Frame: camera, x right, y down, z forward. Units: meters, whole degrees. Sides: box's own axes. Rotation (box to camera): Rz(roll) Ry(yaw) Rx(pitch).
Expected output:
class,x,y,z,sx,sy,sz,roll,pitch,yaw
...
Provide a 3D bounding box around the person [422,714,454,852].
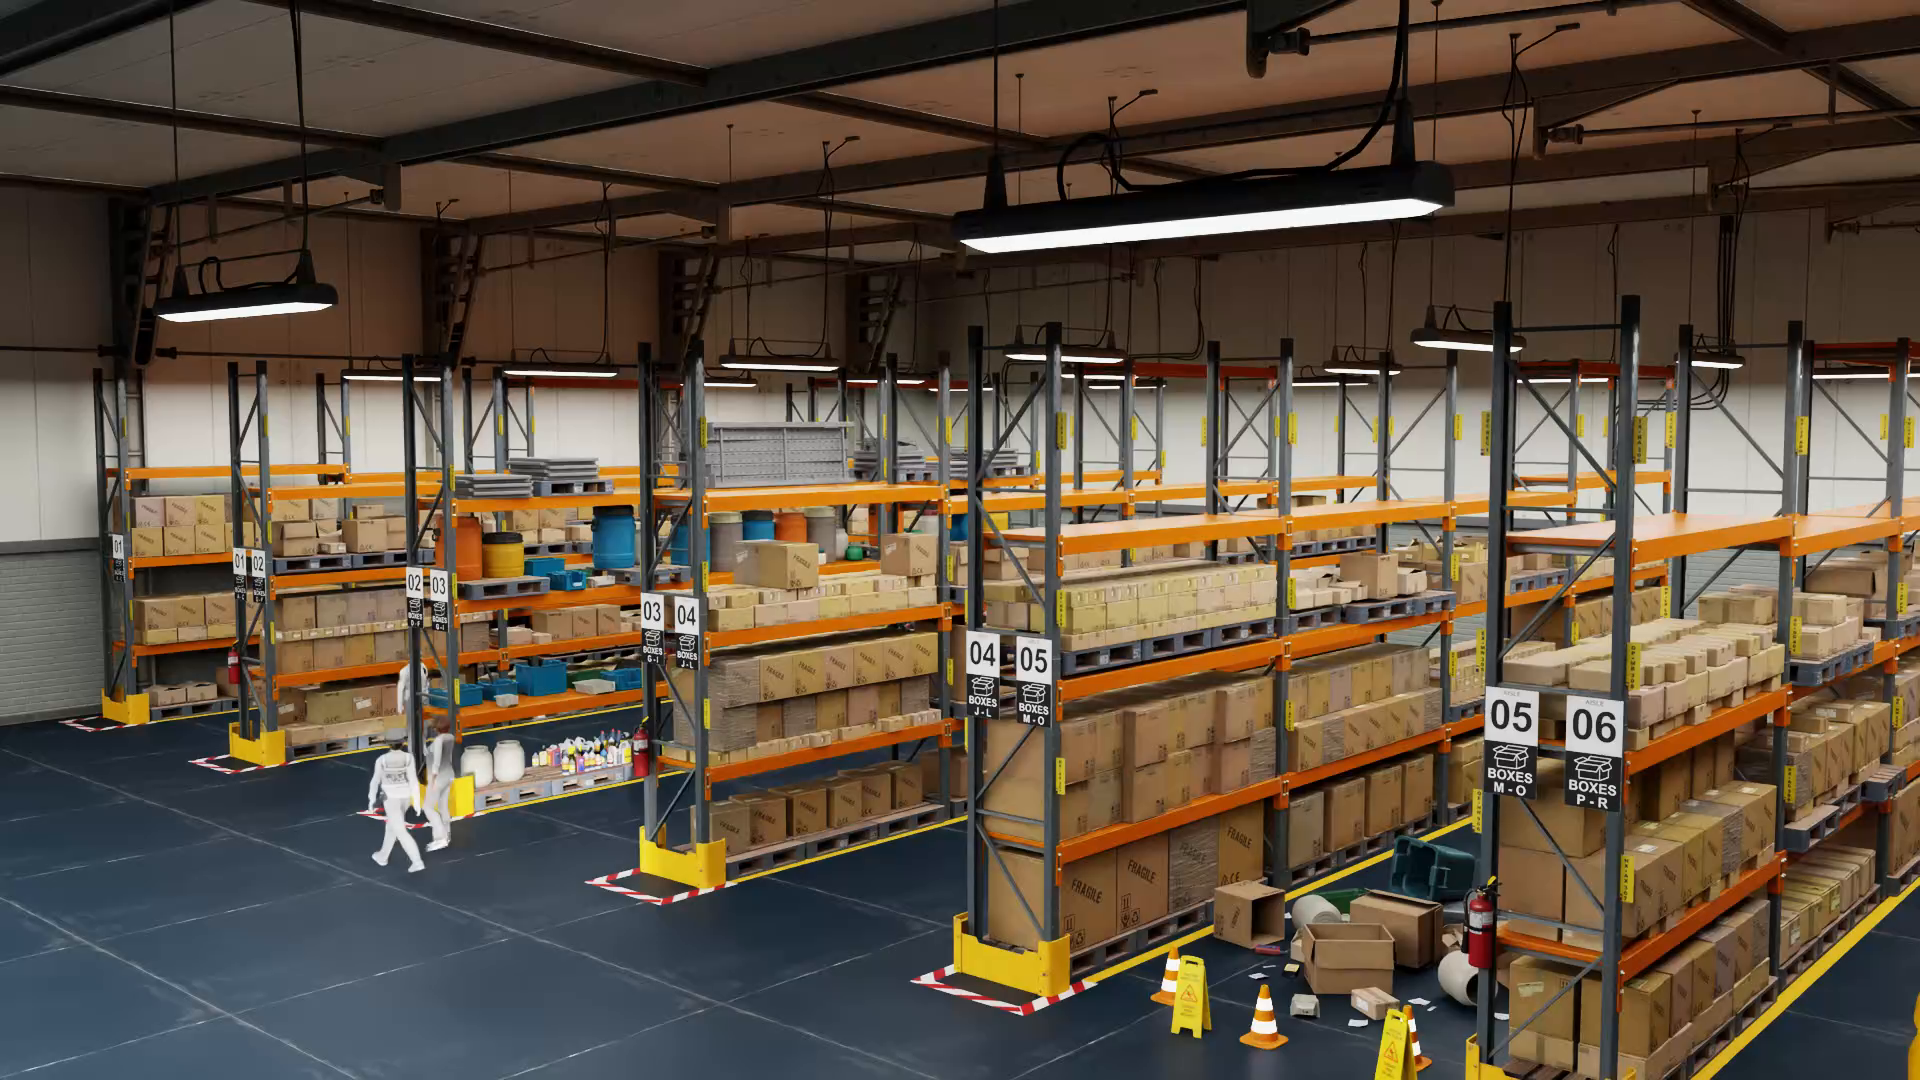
class,x,y,z,sx,sy,sz,roll,pitch,yaw
person,-6.245,2.912,19.944,0.326,1.609,0.459,1,4,8

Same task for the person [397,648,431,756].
class,x,y,z,sx,sy,sz,roll,pitch,yaw
person,-8.285,2.464,25.324,0.568,1.684,0.348,-4,6,-43

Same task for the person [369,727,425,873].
class,x,y,z,sx,sy,sz,roll,pitch,yaw
person,-6.437,2.942,18.917,0.984,1.639,0.451,2,5,24
